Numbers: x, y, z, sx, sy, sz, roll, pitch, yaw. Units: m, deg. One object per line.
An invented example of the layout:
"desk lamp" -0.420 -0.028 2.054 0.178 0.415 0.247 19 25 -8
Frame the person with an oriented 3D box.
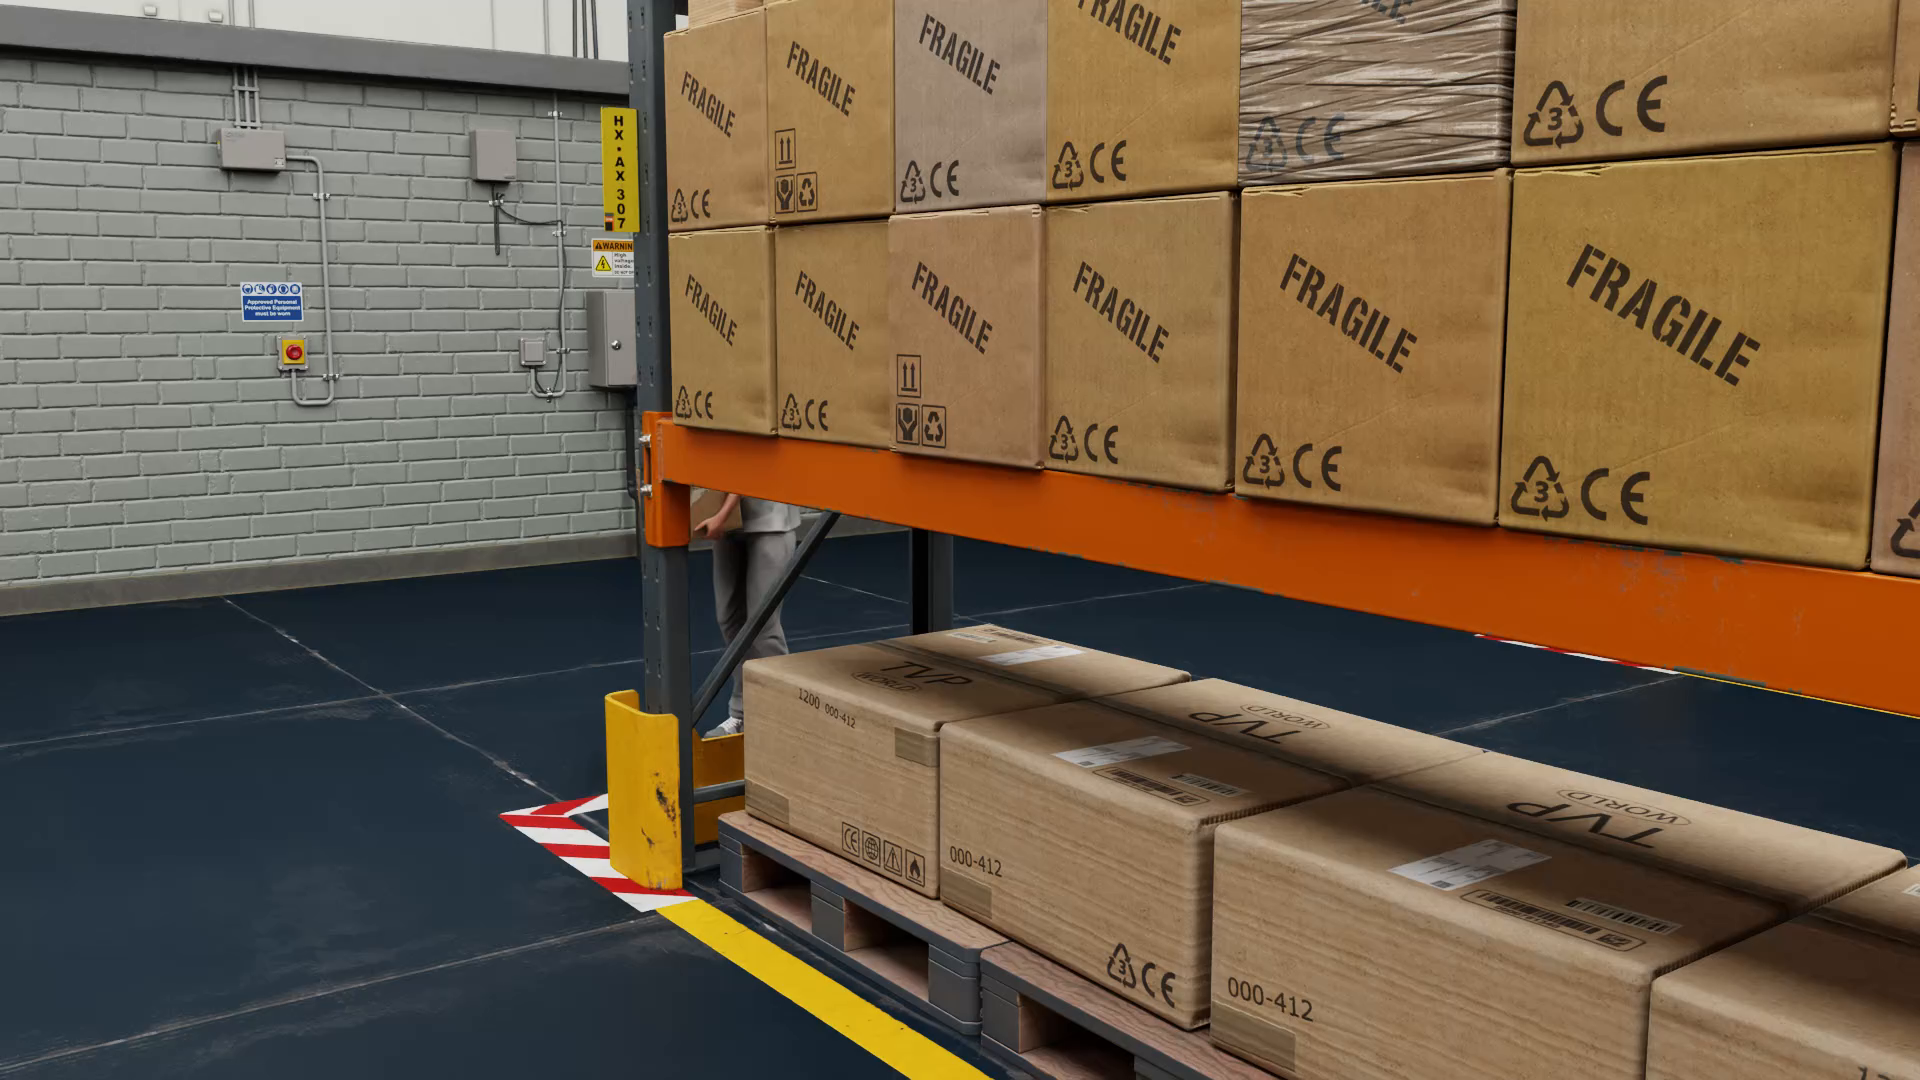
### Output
"person" -0.814 -0.015 5.976 0.500 1.599 0.375 -7 11 -43
